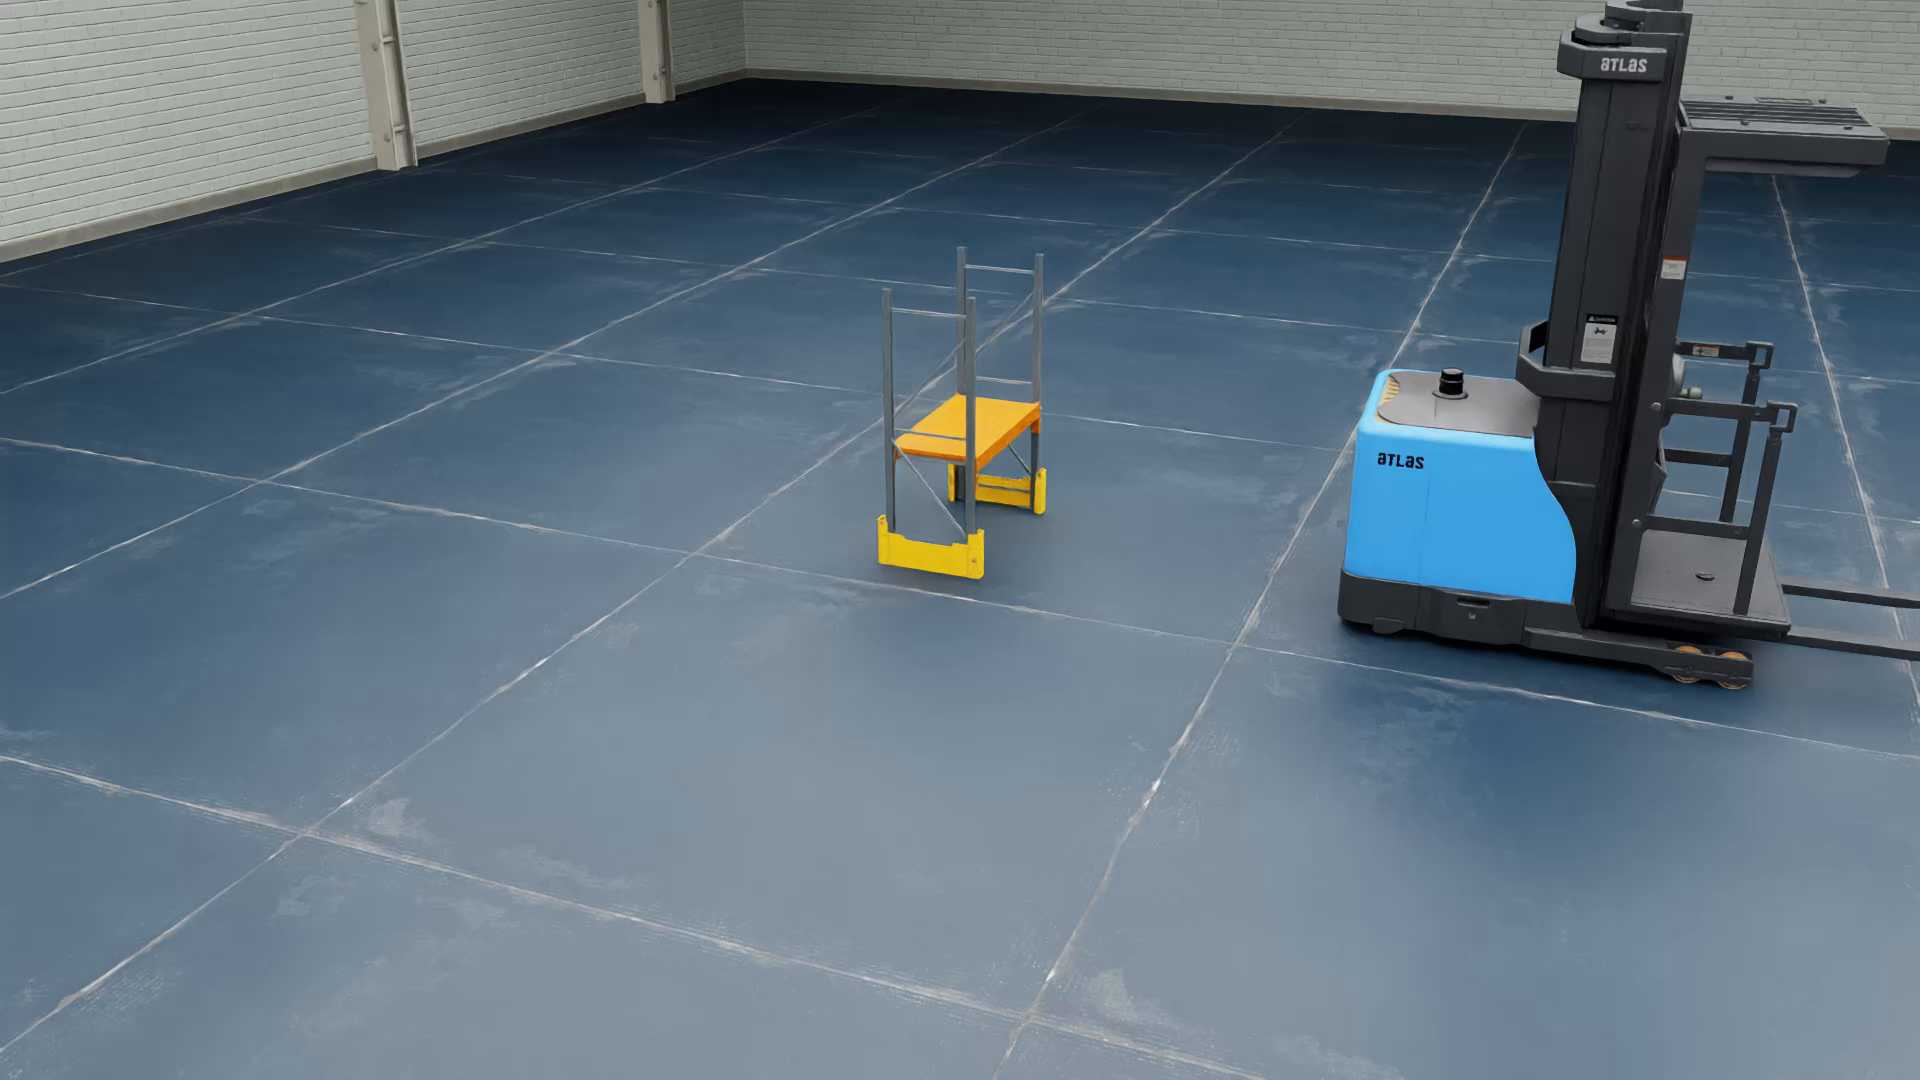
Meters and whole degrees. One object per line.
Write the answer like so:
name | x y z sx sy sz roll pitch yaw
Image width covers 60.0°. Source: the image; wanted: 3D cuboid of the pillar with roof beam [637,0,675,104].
pillar with roof beam | -0.534 -10.162 21.904 9.100 9.000 0.400 9 24 20

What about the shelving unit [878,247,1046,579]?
shelving unit | 0.028 -0.719 9.026 0.587 1.500 1.083 9 24 20

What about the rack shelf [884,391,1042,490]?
rack shelf | 0.032 -0.557 9.103 0.538 0.185 1.000 9 24 20

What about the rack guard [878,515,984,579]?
rack guard | -0.157 0.036 8.840 0.587 0.250 0.087 9 24 20

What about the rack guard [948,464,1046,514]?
rack guard | 0.213 -0.321 9.694 0.587 0.250 0.087 9 24 20

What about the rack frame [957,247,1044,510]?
rack frame | 0.221 -0.904 9.470 0.500 1.500 0.032 9 24 20

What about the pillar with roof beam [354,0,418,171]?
pillar with roof beam | -2.762 -8.015 16.763 9.100 9.000 0.400 9 24 20

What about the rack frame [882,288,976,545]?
rack frame | -0.157 -0.541 8.599 0.500 1.500 0.032 9 24 20

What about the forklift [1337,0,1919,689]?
forklift | 3.435 -0.900 7.601 3.031 2.935 1.130 8 24 17
